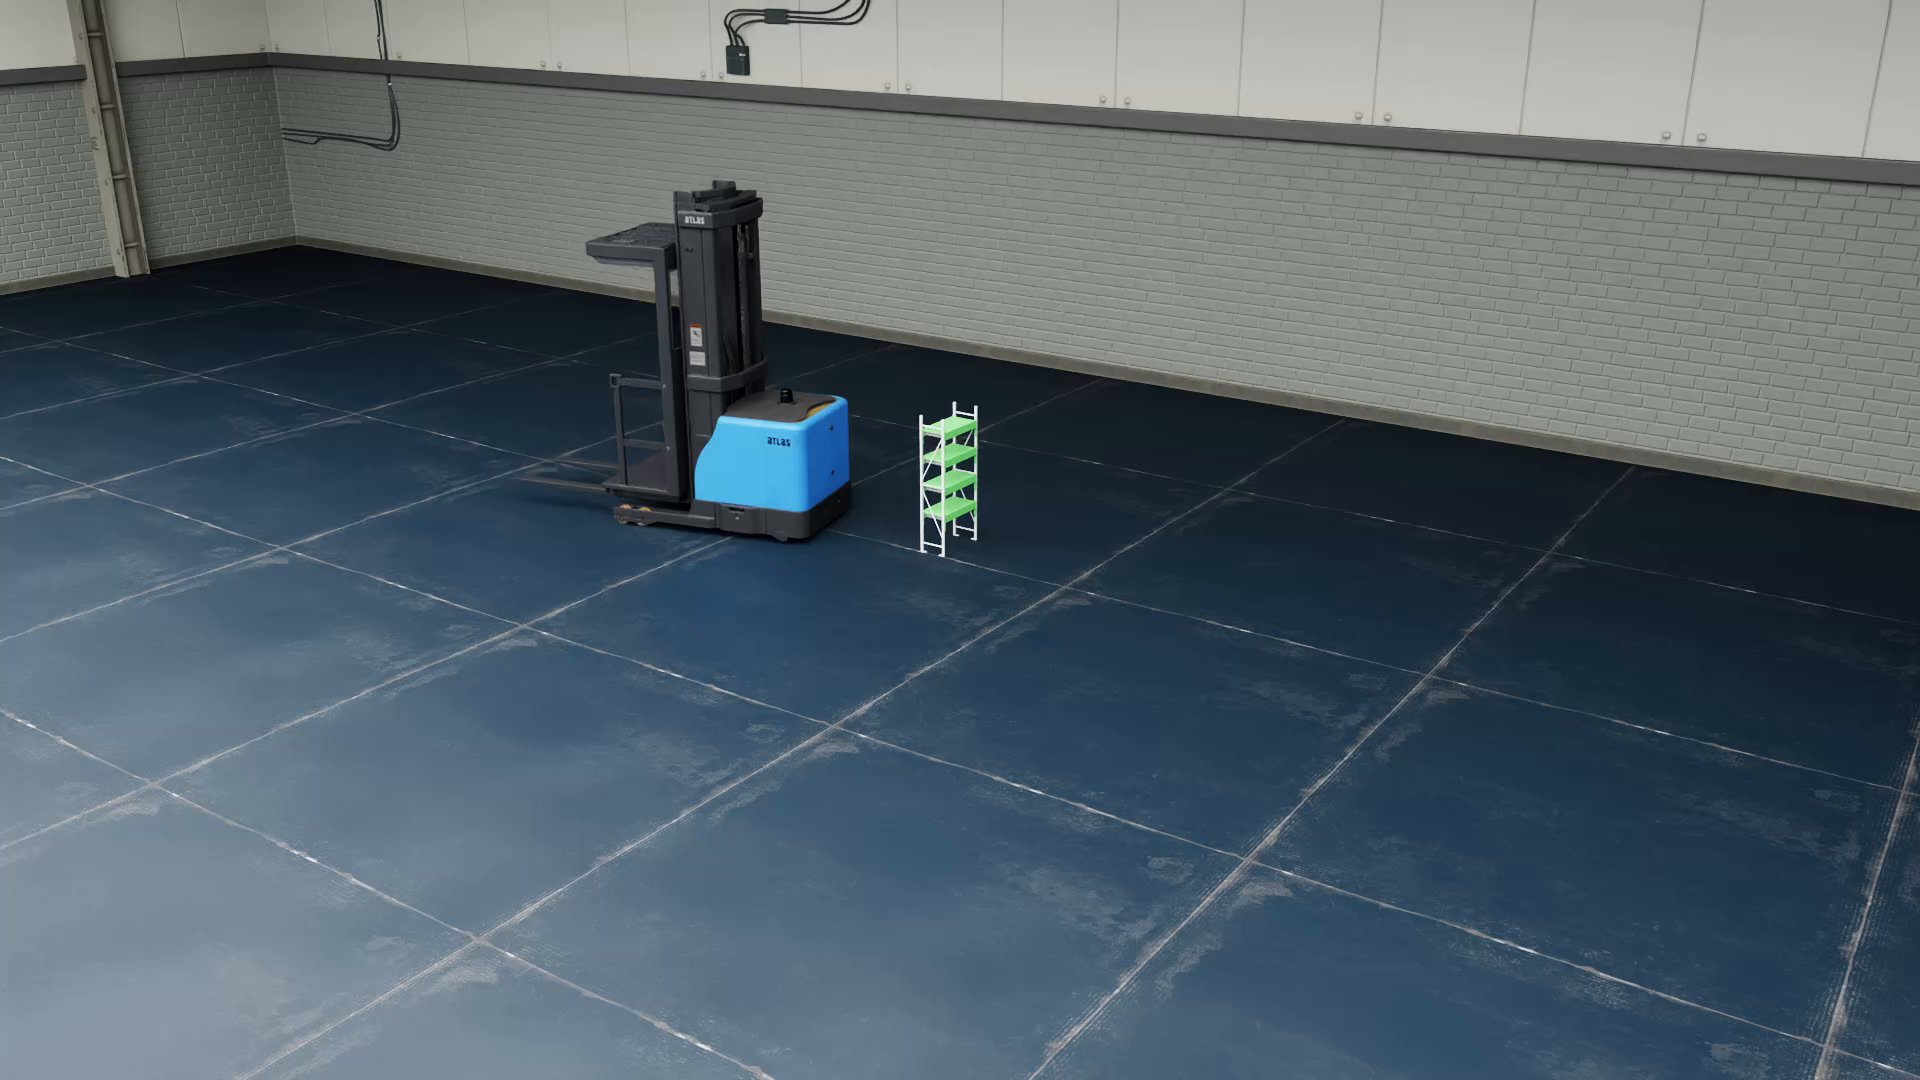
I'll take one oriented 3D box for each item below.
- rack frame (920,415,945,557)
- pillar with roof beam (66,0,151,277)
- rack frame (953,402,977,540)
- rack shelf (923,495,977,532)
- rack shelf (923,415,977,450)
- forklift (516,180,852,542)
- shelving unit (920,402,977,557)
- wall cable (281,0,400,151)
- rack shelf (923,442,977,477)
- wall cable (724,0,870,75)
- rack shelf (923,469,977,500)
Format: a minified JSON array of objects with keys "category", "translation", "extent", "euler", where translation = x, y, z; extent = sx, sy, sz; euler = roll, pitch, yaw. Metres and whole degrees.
[{"category":"rack frame","translation":[-0.230,-0.445,13.887],"extent":[0.240,1.200,0.015],"euler":[13,24,32]},{"category":"pillar with roof beam","translation":[-9.062,-7.436,21.545],"extent":[9.100,9.000,0.400],"euler":[13,24,32]},{"category":"rack frame","translation":[0.044,-0.585,14.265],"extent":[0.240,1.200,0.015],"euler":[13,24,32]},{"category":"rack shelf","translation":[-0.093,-0.230,14.181],"extent":[0.258,0.148,0.480],"euler":[13,24,32]},{"category":"rack shelf","translation":[-0.093,-0.906,13.931],"extent":[0.258,0.148,0.480],"euler":[13,24,32]},{"category":"forklift","translation":[-2.552,-1.660,14.674],"extent":[3.031,2.935,1.130],"euler":[7,22,19]},{"category":"shelving unit","translation":[-0.093,-0.515,14.076],"extent":[0.258,1.200,0.503],"euler":[13,24,32]},{"category":"wall cable","translation":[-9.873,-7.407,25.942],"extent":[3.097,2.526,0.112],"euler":[13,24,32]},{"category":"rack shelf","translation":[-0.093,-0.680,14.015],"extent":[0.258,0.148,0.480],"euler":[13,24,32]},{"category":"wall cable","translation":[-2.031,-8.602,19.796],"extent":[2.305,6.003,0.169],"euler":[13,24,32]},{"category":"rack shelf","translation":[-0.093,-0.455,14.098],"extent":[0.258,0.148,0.480],"euler":[13,24,32]}]
